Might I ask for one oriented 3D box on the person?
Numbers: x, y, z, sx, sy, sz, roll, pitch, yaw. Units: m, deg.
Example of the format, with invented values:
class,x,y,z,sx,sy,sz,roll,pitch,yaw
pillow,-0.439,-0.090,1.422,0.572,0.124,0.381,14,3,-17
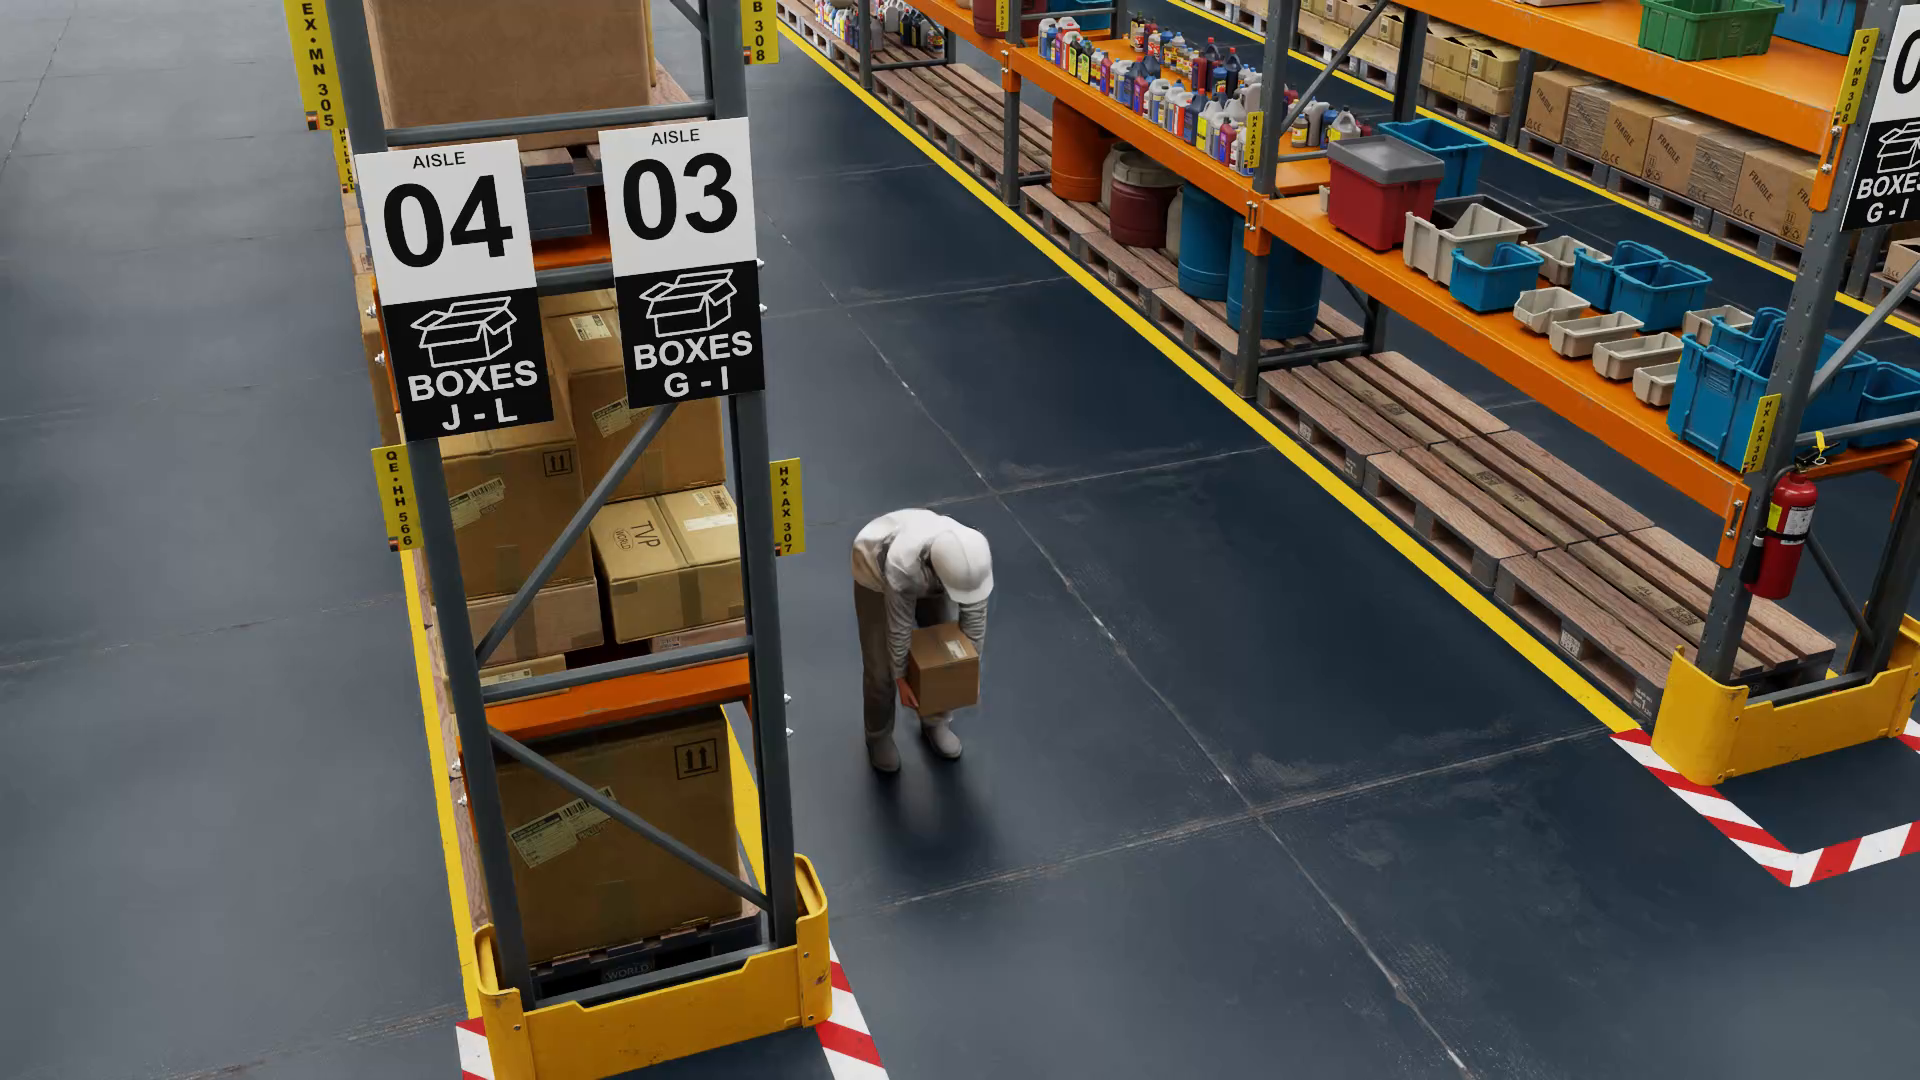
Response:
class,x,y,z,sx,sy,sz,roll,pitch,yaw
person,-0.199,0.127,6.884,0.578,1.767,0.465,-12,32,-20
